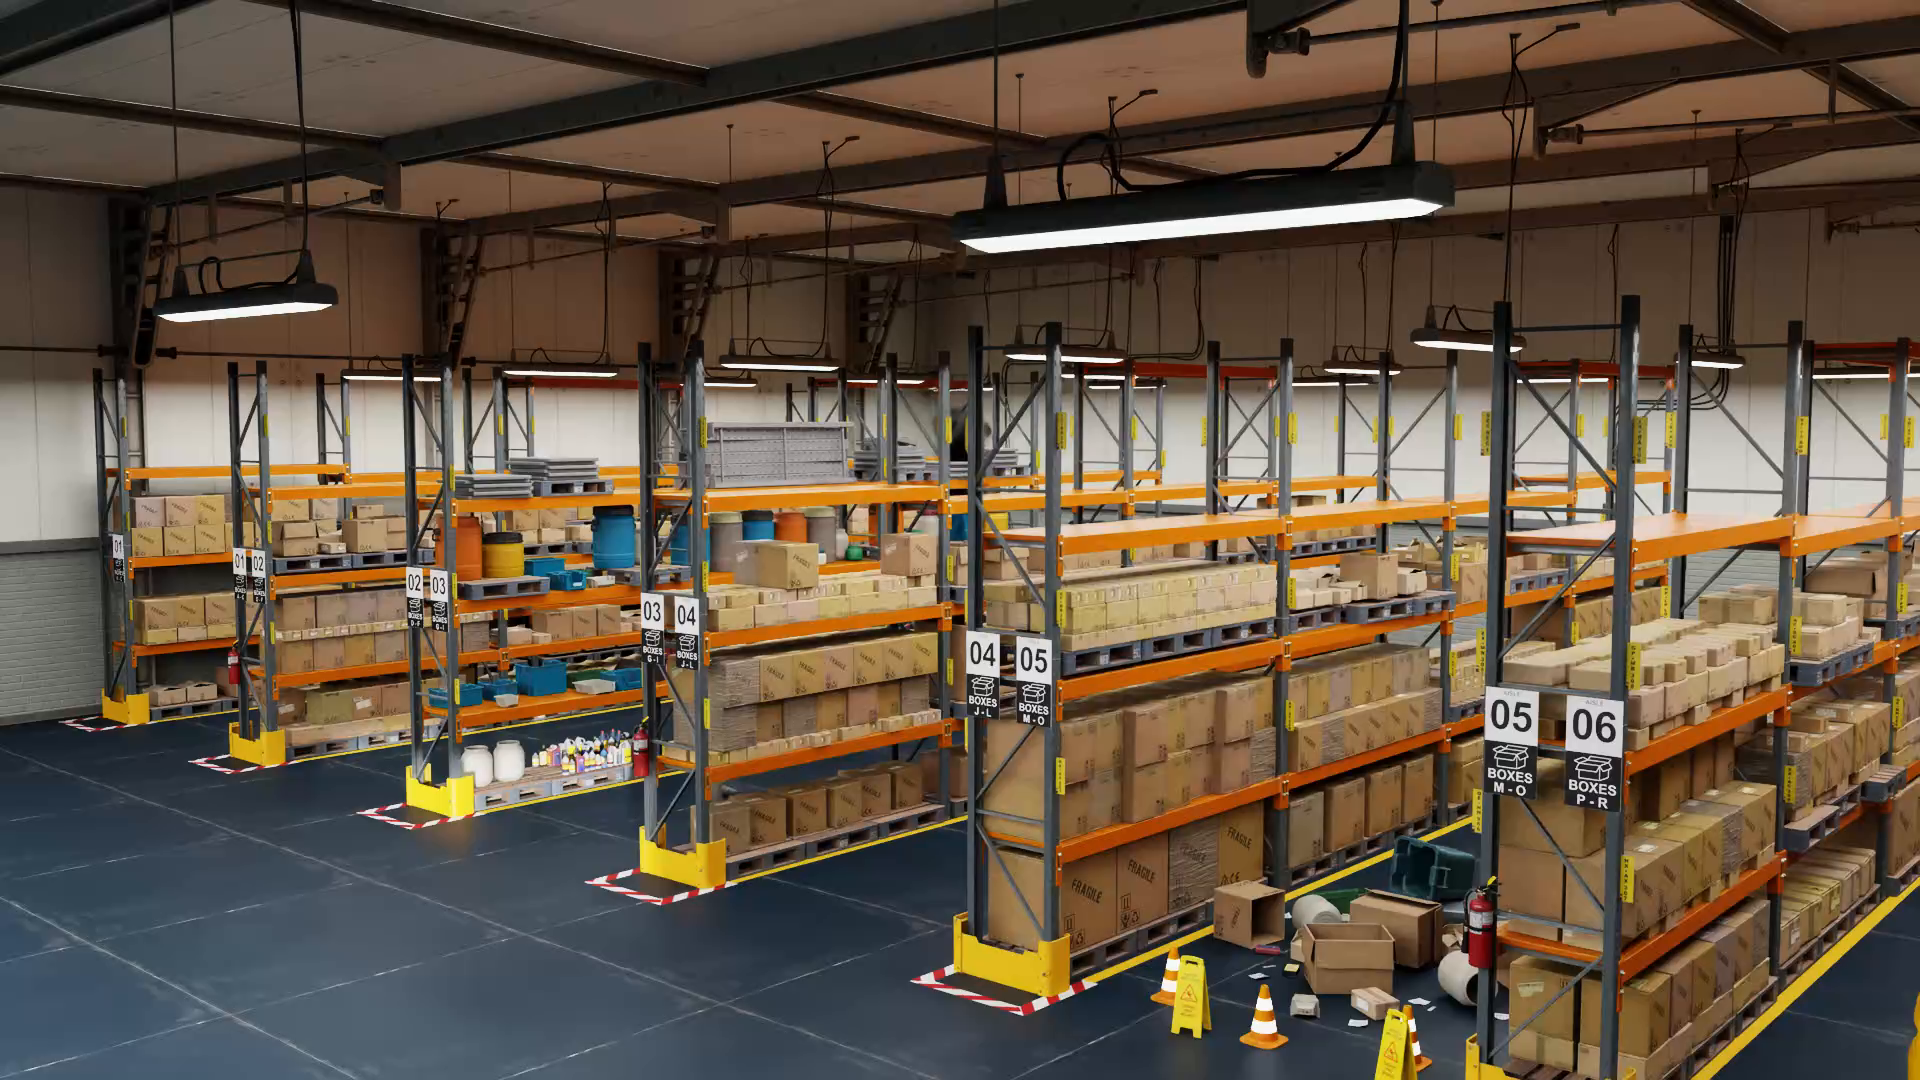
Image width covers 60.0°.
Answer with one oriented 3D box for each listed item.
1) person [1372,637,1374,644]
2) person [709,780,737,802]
[{"bbox_3d":[6.817,2.358,27.221,0.536,1.560,0.894,3,5,32],"label":"person"},{"bbox_3d":[-3.041,2.736,21.113,0.668,1.749,0.741,3,5,35],"label":"person"}]
